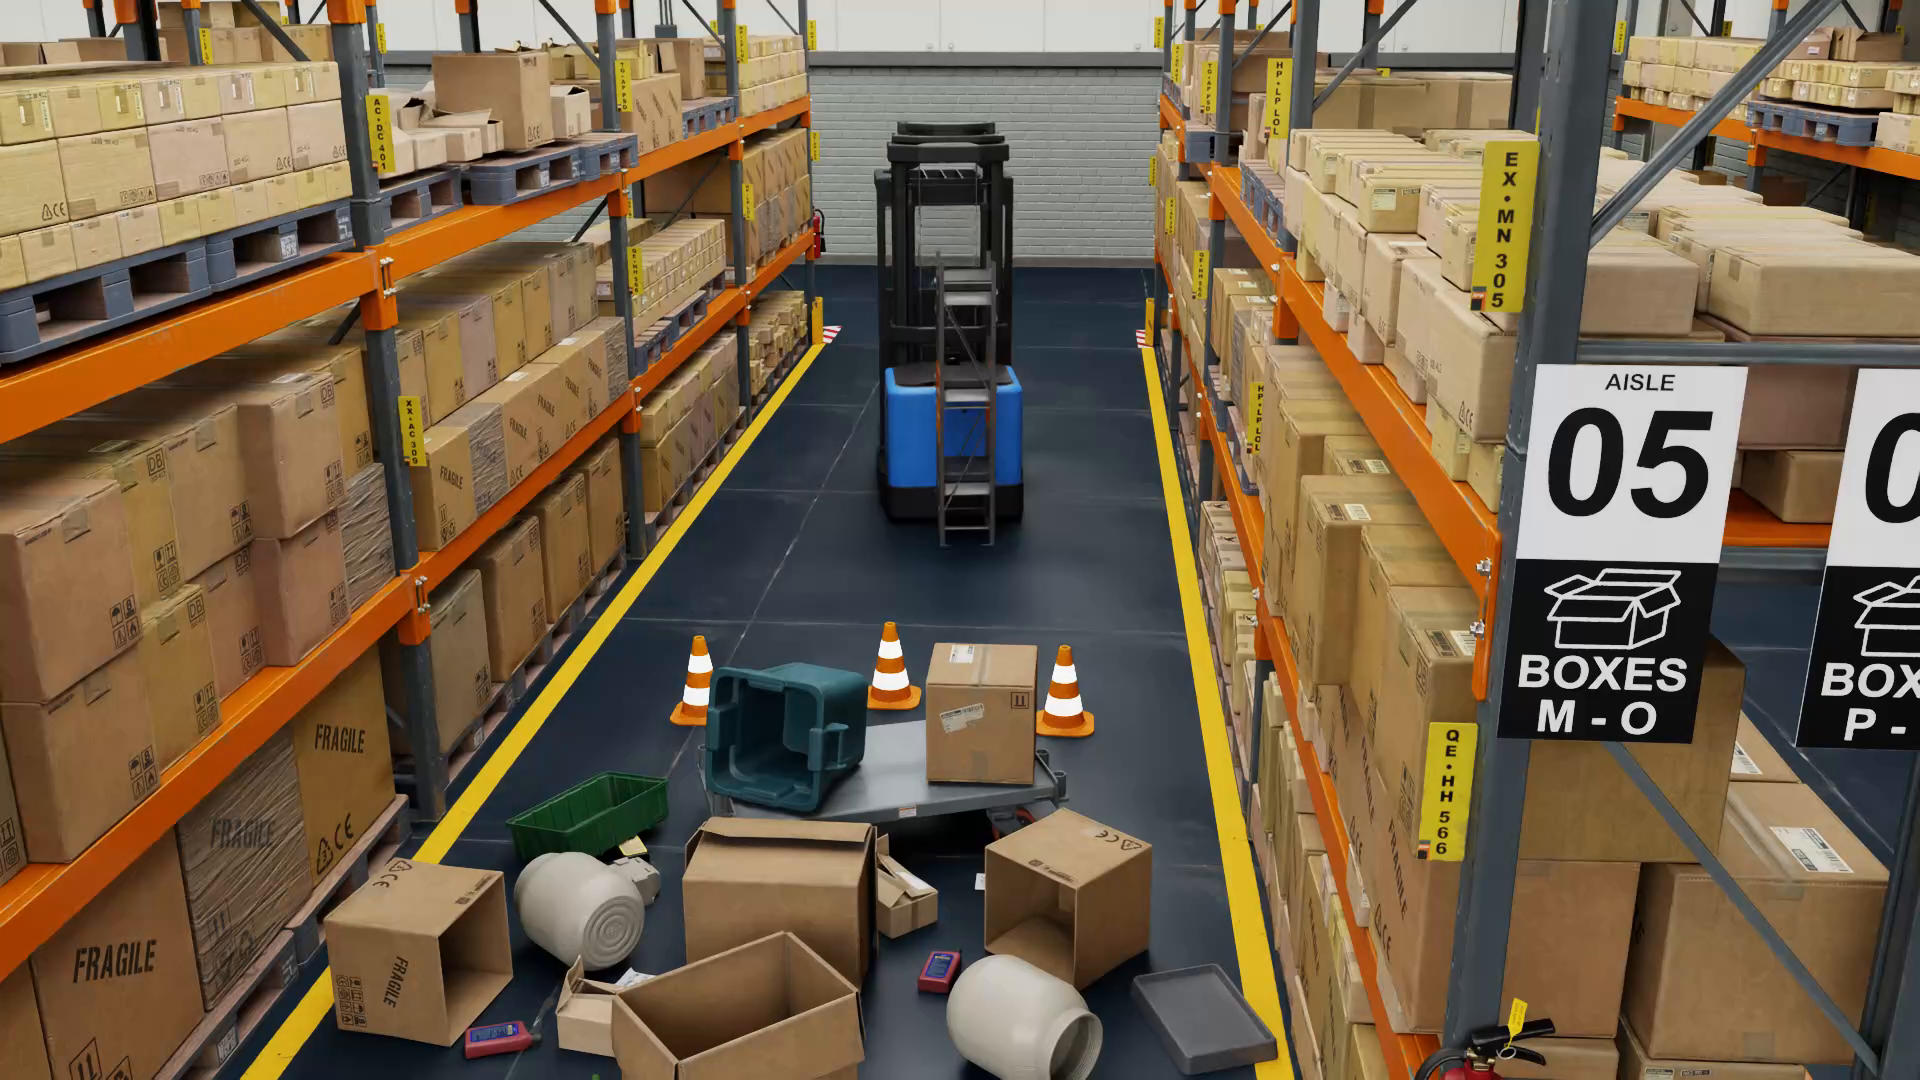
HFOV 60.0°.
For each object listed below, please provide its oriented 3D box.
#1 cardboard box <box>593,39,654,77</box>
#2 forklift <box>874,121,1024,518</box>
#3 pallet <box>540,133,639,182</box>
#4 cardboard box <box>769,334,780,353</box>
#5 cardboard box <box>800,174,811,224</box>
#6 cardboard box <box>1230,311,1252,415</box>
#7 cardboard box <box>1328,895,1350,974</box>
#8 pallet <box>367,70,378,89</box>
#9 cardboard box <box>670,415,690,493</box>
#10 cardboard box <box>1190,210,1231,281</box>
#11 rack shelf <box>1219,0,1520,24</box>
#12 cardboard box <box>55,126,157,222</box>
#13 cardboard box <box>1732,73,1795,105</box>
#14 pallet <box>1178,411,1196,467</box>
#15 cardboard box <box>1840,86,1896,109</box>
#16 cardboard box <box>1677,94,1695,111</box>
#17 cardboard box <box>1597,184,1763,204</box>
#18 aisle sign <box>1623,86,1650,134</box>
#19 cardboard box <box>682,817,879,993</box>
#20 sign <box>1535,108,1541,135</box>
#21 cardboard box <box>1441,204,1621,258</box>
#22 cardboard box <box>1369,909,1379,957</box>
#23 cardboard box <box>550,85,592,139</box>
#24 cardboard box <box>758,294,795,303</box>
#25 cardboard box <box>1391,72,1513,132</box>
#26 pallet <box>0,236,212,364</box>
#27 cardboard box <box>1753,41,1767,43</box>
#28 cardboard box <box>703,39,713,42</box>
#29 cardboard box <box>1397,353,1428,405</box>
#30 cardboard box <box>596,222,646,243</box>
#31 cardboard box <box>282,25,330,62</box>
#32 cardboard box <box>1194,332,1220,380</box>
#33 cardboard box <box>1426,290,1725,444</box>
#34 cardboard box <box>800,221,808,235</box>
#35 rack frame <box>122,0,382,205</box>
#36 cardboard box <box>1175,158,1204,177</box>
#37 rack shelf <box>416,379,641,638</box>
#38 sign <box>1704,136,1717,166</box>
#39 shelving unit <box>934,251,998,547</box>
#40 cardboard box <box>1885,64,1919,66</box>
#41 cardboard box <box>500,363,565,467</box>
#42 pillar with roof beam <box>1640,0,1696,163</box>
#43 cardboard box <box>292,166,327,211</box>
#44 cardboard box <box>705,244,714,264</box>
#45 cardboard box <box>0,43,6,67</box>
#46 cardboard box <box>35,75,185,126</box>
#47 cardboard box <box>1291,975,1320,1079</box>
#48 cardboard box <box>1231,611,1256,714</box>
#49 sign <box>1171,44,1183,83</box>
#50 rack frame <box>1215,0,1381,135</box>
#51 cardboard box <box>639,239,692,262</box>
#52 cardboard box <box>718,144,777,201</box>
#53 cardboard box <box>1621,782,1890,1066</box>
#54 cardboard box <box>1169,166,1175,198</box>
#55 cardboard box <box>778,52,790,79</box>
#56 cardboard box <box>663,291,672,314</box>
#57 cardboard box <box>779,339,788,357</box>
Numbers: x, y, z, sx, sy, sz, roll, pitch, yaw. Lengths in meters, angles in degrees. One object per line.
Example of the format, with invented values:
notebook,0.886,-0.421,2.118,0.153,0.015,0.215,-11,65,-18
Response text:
cardboard box,-2.451,-3.497,12.072,0.396,0.266,0.258,1,18,4
forklift,-0.140,-1.974,13.741,1.130,2.935,3.031,-1,18,-4
pallet,-2.764,-2.435,10.524,1.213,0.211,1.003,2,18,6
cardboard box,-2.082,-2.037,17.250,0.380,0.149,0.250,1,18,3
cardboard box,-1.973,-3.829,18.653,0.500,0.500,0.500,2,18,5
cardboard box,1.805,-0.993,9.325,0.500,0.500,0.500,1,18,2
cardboard box,1.378,1.257,5.264,0.380,0.149,0.250,2,18,5
pallet,-7.180,-5.080,18.435,1.003,0.211,1.213,1,18,4
cardboard box,-2.433,-0.683,13.029,0.500,0.500,0.500,1,18,5
cardboard box,2.021,-2.224,12.628,0.500,0.500,0.500,1,18,4
rack shelf,2.030,-2.920,8.679,1.077,0.370,4.000,1,18,4
cardboard box,-2.946,-1.173,5.297,0.500,0.250,0.500,1,18,4
cardboard box,7.196,-4.005,14.775,0.500,0.250,0.500,1,18,4
pallet,2.480,-0.898,14.823,1.003,0.211,1.213,1,18,4
cardboard box,6.909,-3.346,12.567,0.380,0.149,0.250,2,18,5
cardboard box,7.224,-4.258,16.185,0.380,0.149,0.250,2,18,5
cardboard box,2.026,-0.918,4.711,0.380,0.149,0.250,2,18,5
aisle sign,7.410,-4.860,18.262,0.394,0.787,0.004,1,18,4
cardboard box,-0.740,1.492,6.843,0.797,0.637,0.503,1,18,4
sign,2.429,-1.641,6.966,0.100,0.325,0.005,1,18,4
cardboard box,1.456,-0.770,4.262,0.380,0.149,0.250,1,18,4
cardboard box,1.361,1.101,4.649,0.380,0.149,0.250,1,18,3
cardboard box,-2.546,-2.600,10.030,0.500,0.311,0.500,1,18,4
cardboard box,-2.058,-2.666,18.691,0.380,0.149,0.250,2,18,5
cardboard box,2.354,-2.098,7.956,0.500,0.250,0.500,1,18,3
pallet,-3.217,-0.810,5.403,1.003,0.211,1.213,1,18,4
cardboard box,7.789,-4.554,15.646,0.500,0.250,0.500,1,18,3
cardboard box,-2.670,-4.909,16.568,0.380,0.149,0.250,1,18,3
cardboard box,1.440,-0.476,4.643,0.380,0.149,0.250,1,18,3
cardboard box,-2.985,-2.707,14.641,0.380,0.149,0.250,2,18,5
cardboard box,-7.282,-5.313,18.007,0.700,0.500,0.500,1,18,2
cardboard box,1.951,-1.313,11.855,0.500,0.250,0.500,1,18,2
cardboard box,1.368,-0.398,3.765,0.500,0.250,0.500,1,18,3
cardboard box,-1.939,-3.559,18.869,0.380,0.149,0.250,1,18,4
rack frame,-3.058,-2.909,6.850,1.000,3.000,0.127,1,18,4
cardboard box,2.165,-3.398,15.167,0.380,0.149,0.250,1,18,3
rack shelf,-2.914,-0.338,9.792,1.077,0.370,4.000,1,18,4
sign,8.251,-4.279,18.296,0.100,0.325,0.005,1,18,4
shelving unit,0.039,-1.027,12.184,0.431,2.100,0.503,-1,18,-3
cardboard box,7.429,-3.633,12.967,0.380,0.149,0.250,1,18,2
cardboard box,-2.641,-0.733,9.682,0.500,0.500,0.500,2,18,5
pillar with roof beam,4.497,-7.361,20.436,9.100,9.000,0.400,1,18,4
cardboard box,-2.783,-1.413,6.670,0.380,0.149,0.250,2,18,5
cardboard box,-2.354,-2.478,14.419,0.380,0.149,0.250,2,18,6
cardboard box,-7.765,-3.577,12.869,0.500,0.500,0.500,2,18,7
cardboard box,-2.857,-1.478,5.587,0.380,0.149,0.250,1,18,3
cardboard box,1.467,1.790,5.886,0.500,0.250,0.500,1,18,2
cardboard box,1.970,0.683,9.066,0.950,0.372,0.625,2,18,7
sign,1.907,-4.185,14.602,0.100,0.325,0.005,1,18,4
rack frame,2.174,-4.073,10.400,1.000,3.000,0.127,1,18,4
cardboard box,-2.412,-2.372,13.619,0.380,0.149,0.250,0,18,1
cardboard box,-2.120,-3.659,16.528,0.500,0.500,0.500,2,18,5
cardboard box,1.911,0.933,4.120,0.500,0.500,0.500,1,18,3
cardboard box,2.263,-3.297,15.901,0.500,0.500,0.500,1,18,3
cardboard box,-2.051,-4.911,17.213,0.500,0.250,0.500,2,18,5
cardboard box,-2.465,-1.849,12.978,0.380,0.149,0.250,2,18,6
cardboard box,-2.049,-2.058,17.790,0.380,0.149,0.250,2,18,5
